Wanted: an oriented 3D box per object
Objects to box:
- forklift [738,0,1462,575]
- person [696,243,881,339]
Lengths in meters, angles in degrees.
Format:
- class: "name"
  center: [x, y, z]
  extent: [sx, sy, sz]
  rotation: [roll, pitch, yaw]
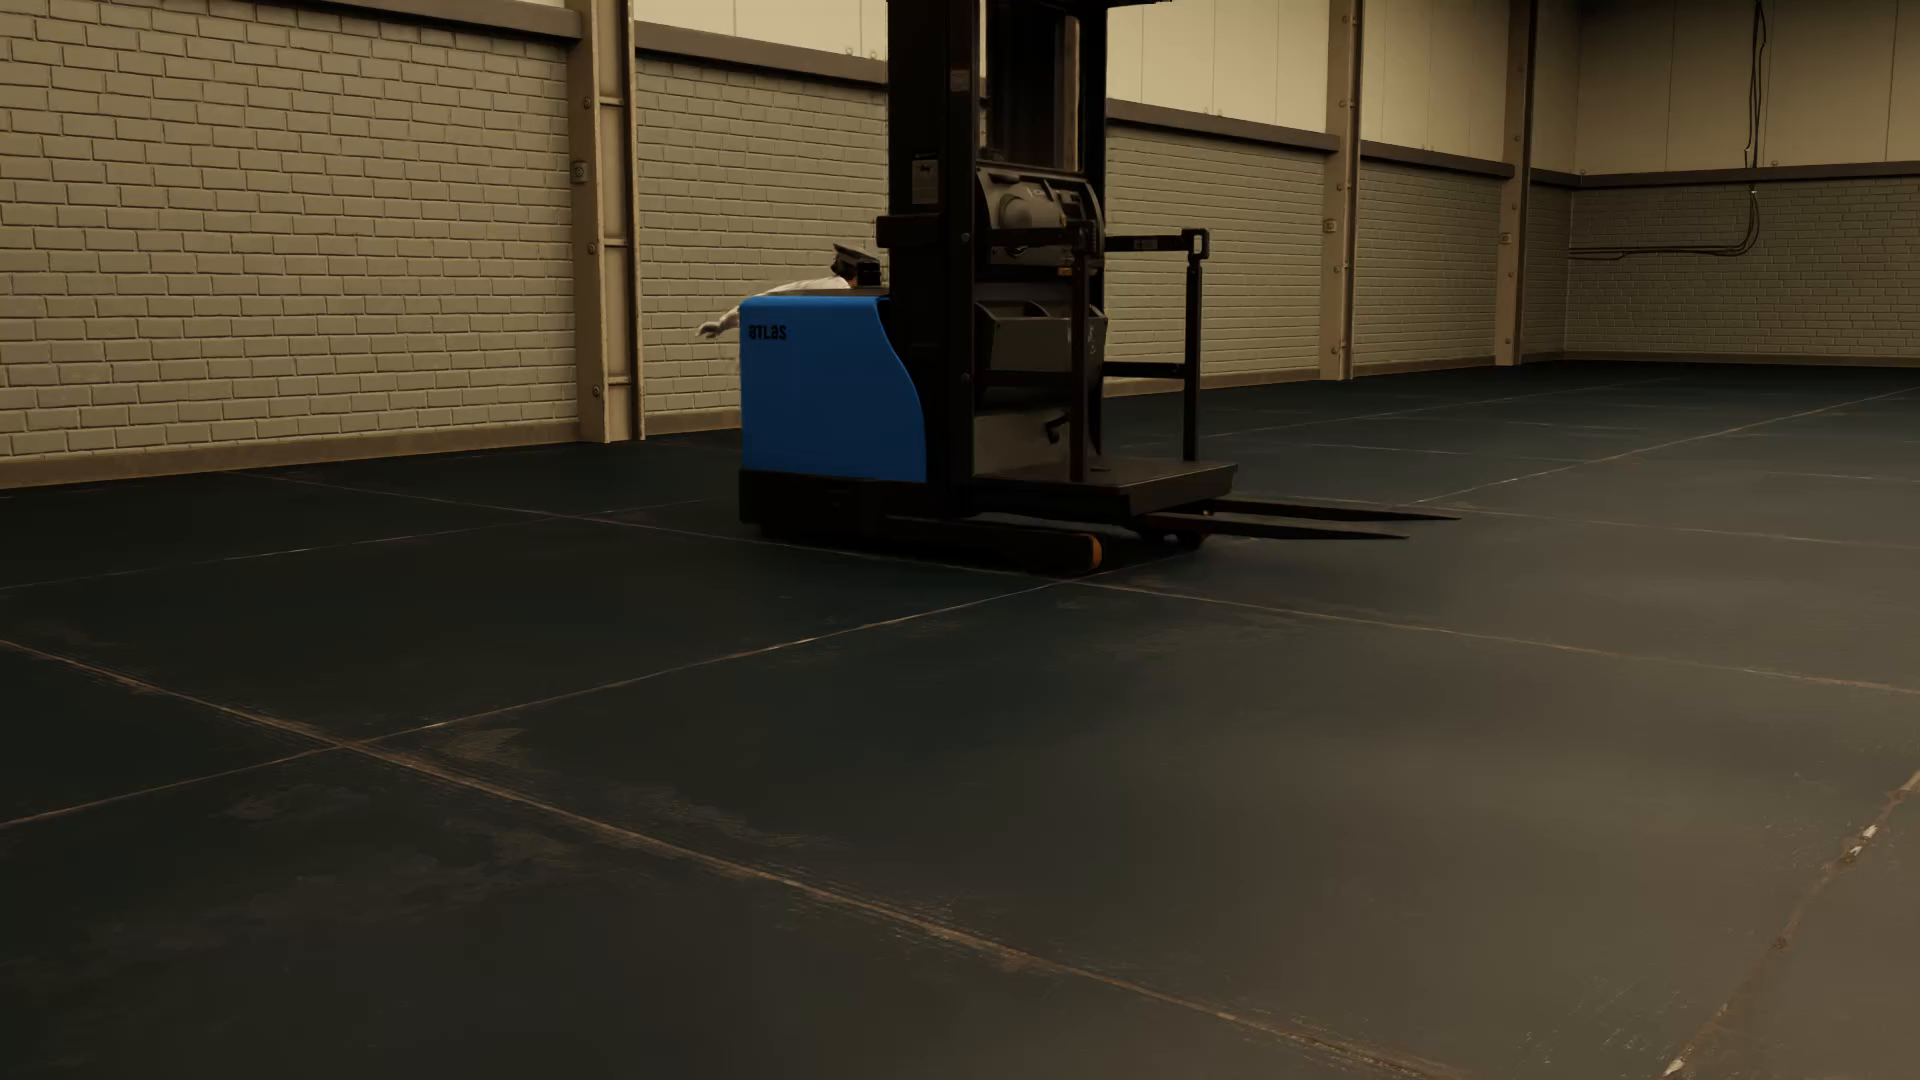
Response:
- class: "forklift"
  center: [0.515, -1.402, 6.864]
  extent: [3.031, 2.935, 1.130]
  rotation: [6, 10, 33]
- class: "person"
  center: [-0.703, -0.873, 8.841]
  extent: [1.094, 1.382, 0.908]
  rotation: [6, 11, 37]
